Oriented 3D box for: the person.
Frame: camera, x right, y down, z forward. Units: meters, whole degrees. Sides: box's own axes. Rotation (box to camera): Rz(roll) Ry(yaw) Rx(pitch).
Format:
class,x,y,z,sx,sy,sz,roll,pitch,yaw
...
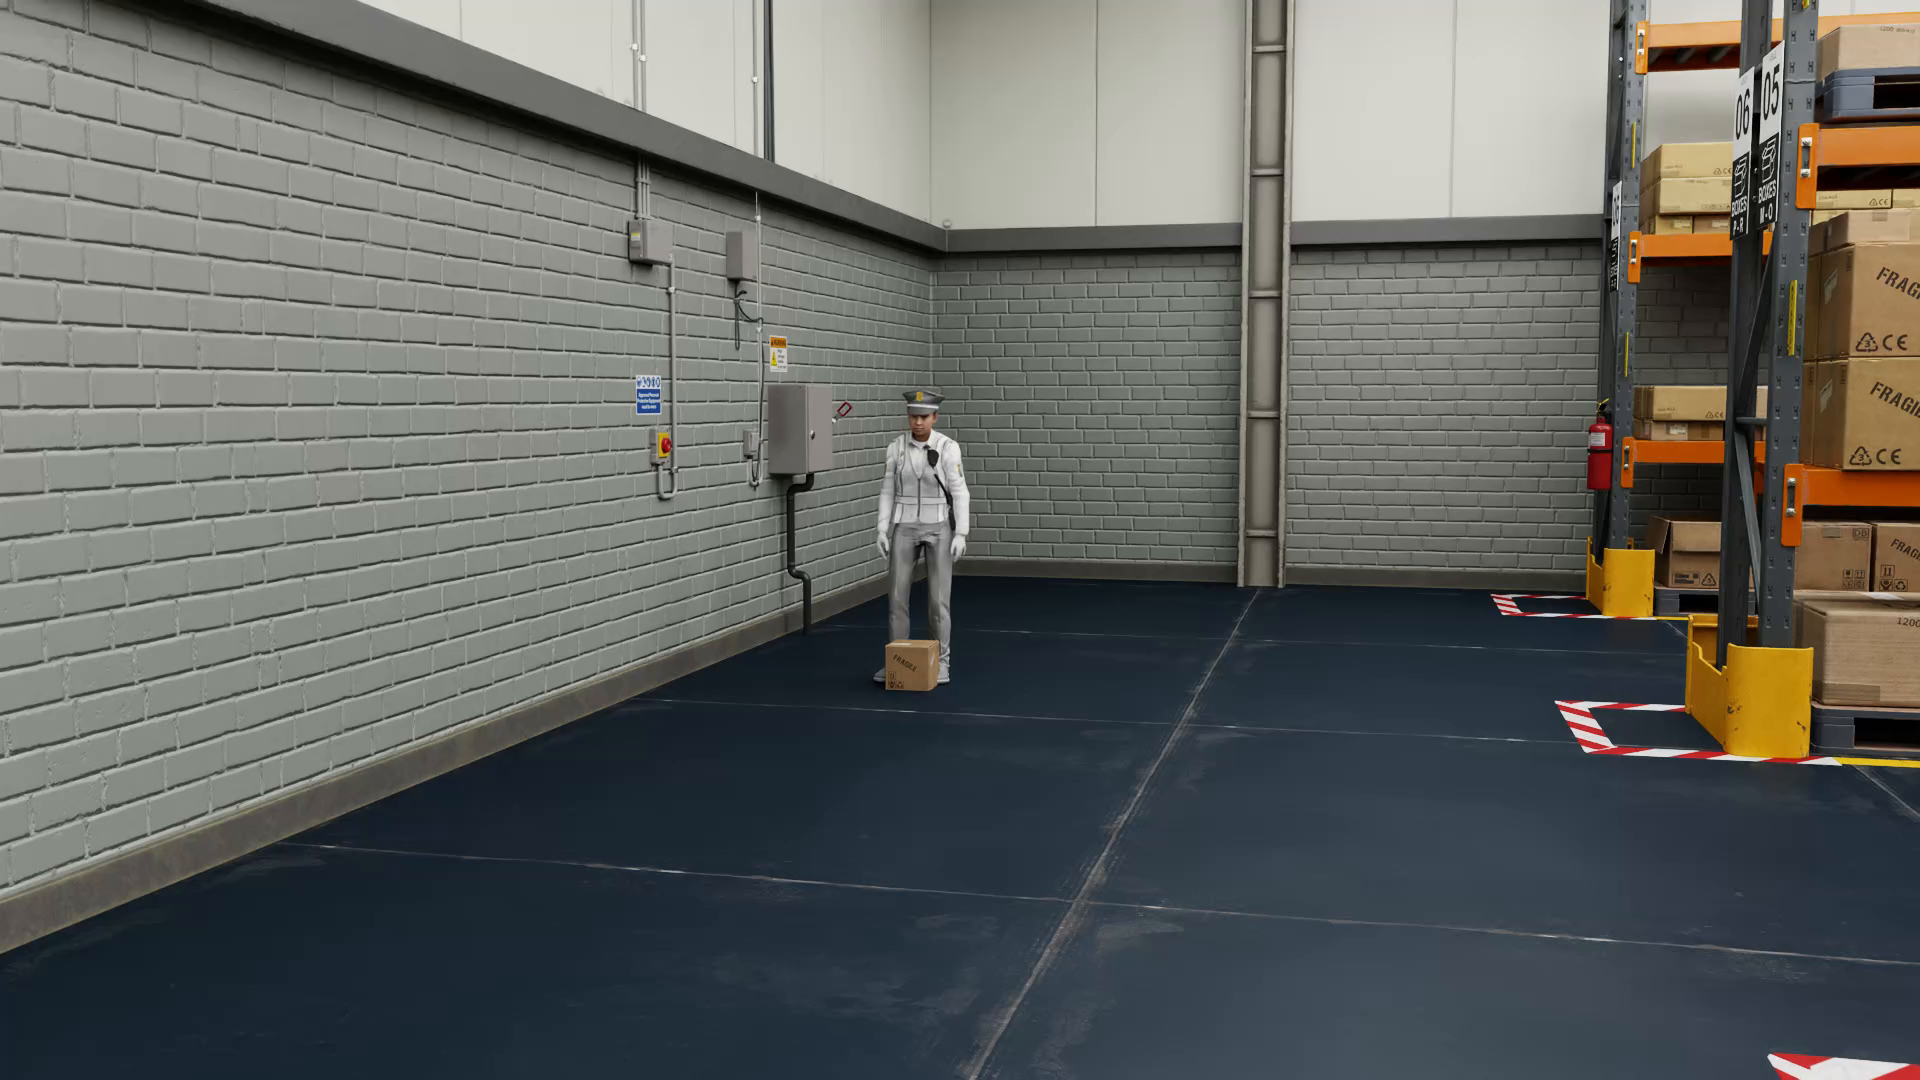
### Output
class,x,y,z,sx,sy,sz,roll,pitch,yaw
person,-0.215,-0.021,9.500,0.539,1.663,0.376,1,5,12
